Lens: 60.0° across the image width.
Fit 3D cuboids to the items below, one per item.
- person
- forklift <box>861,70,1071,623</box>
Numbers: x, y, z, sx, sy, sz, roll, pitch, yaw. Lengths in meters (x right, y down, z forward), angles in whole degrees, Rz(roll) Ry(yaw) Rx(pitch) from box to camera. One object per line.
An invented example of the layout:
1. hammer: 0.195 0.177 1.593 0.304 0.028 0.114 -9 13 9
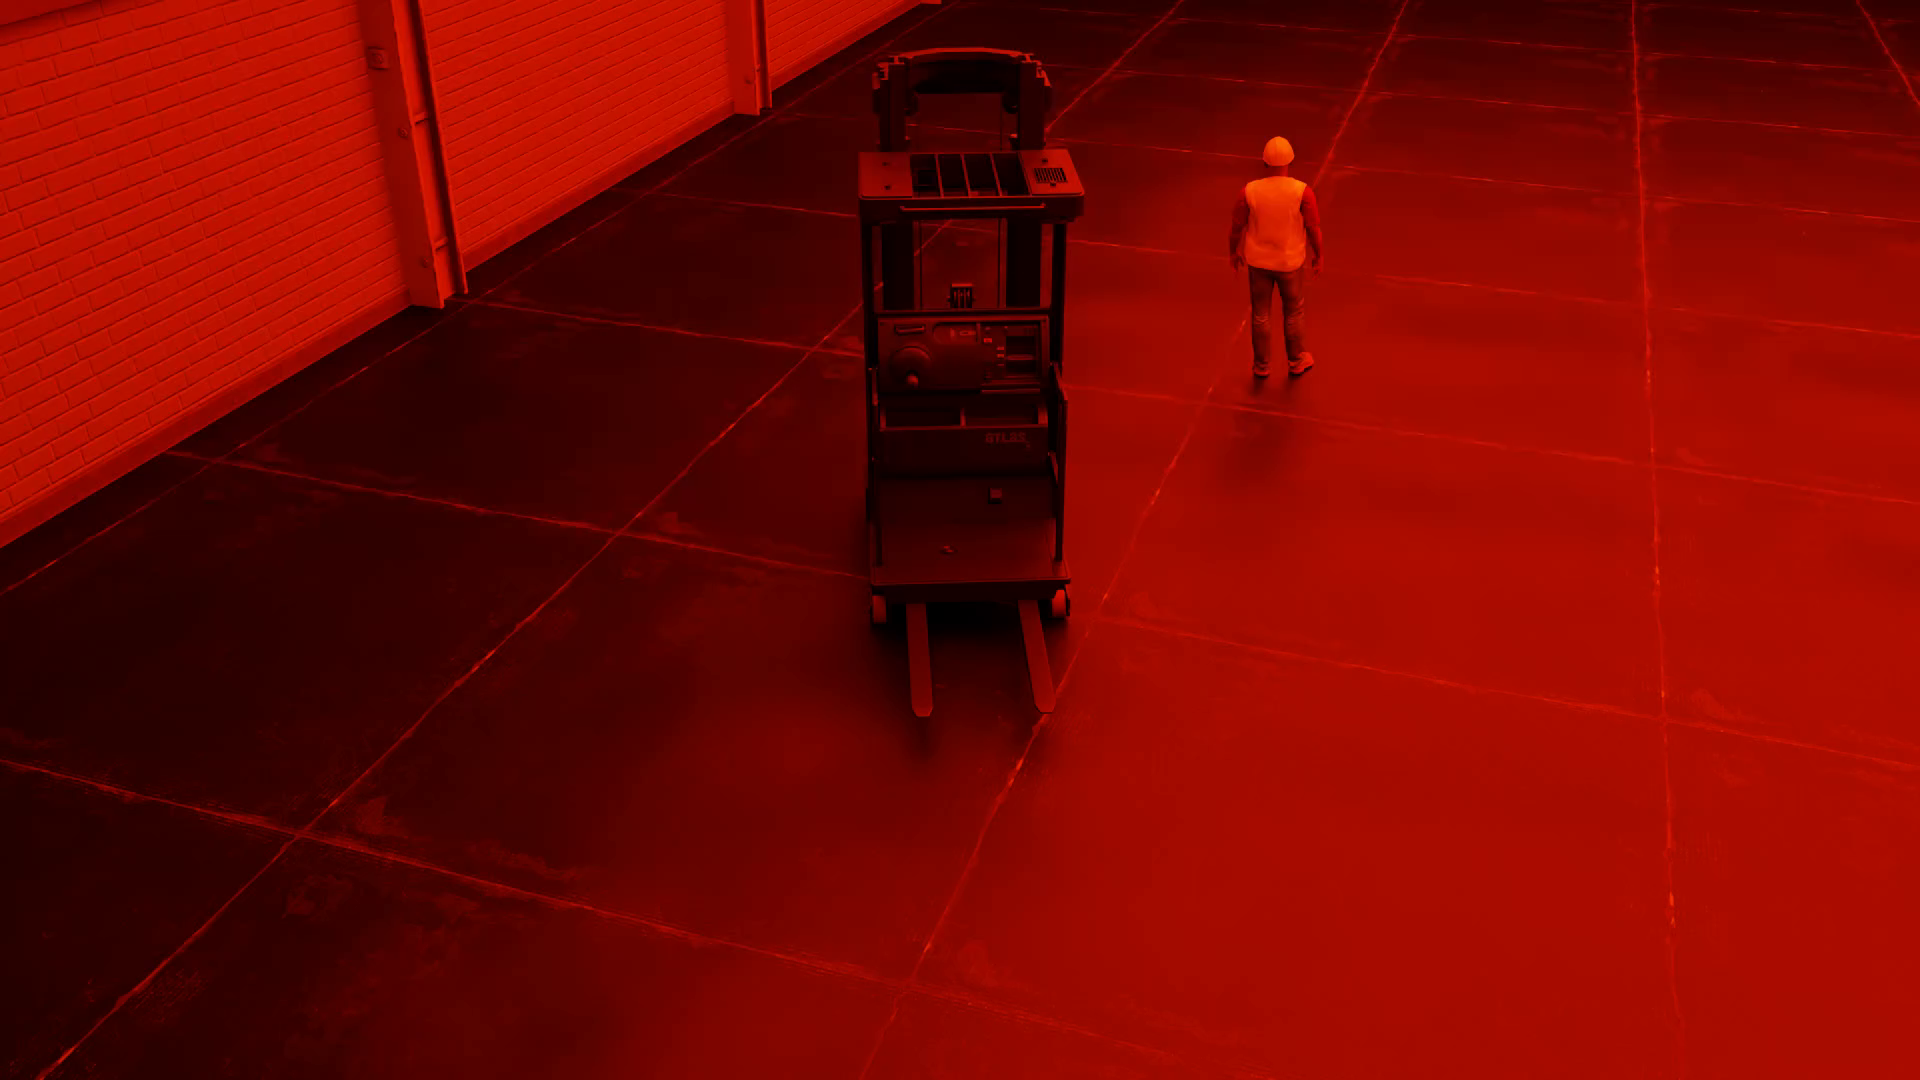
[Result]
1. person: 2.258 -2.024 11.848 0.665 1.768 0.575 10 31 16
2. forklift: 0.004 -1.204 9.338 1.129 2.843 1.939 -2 30 -3
